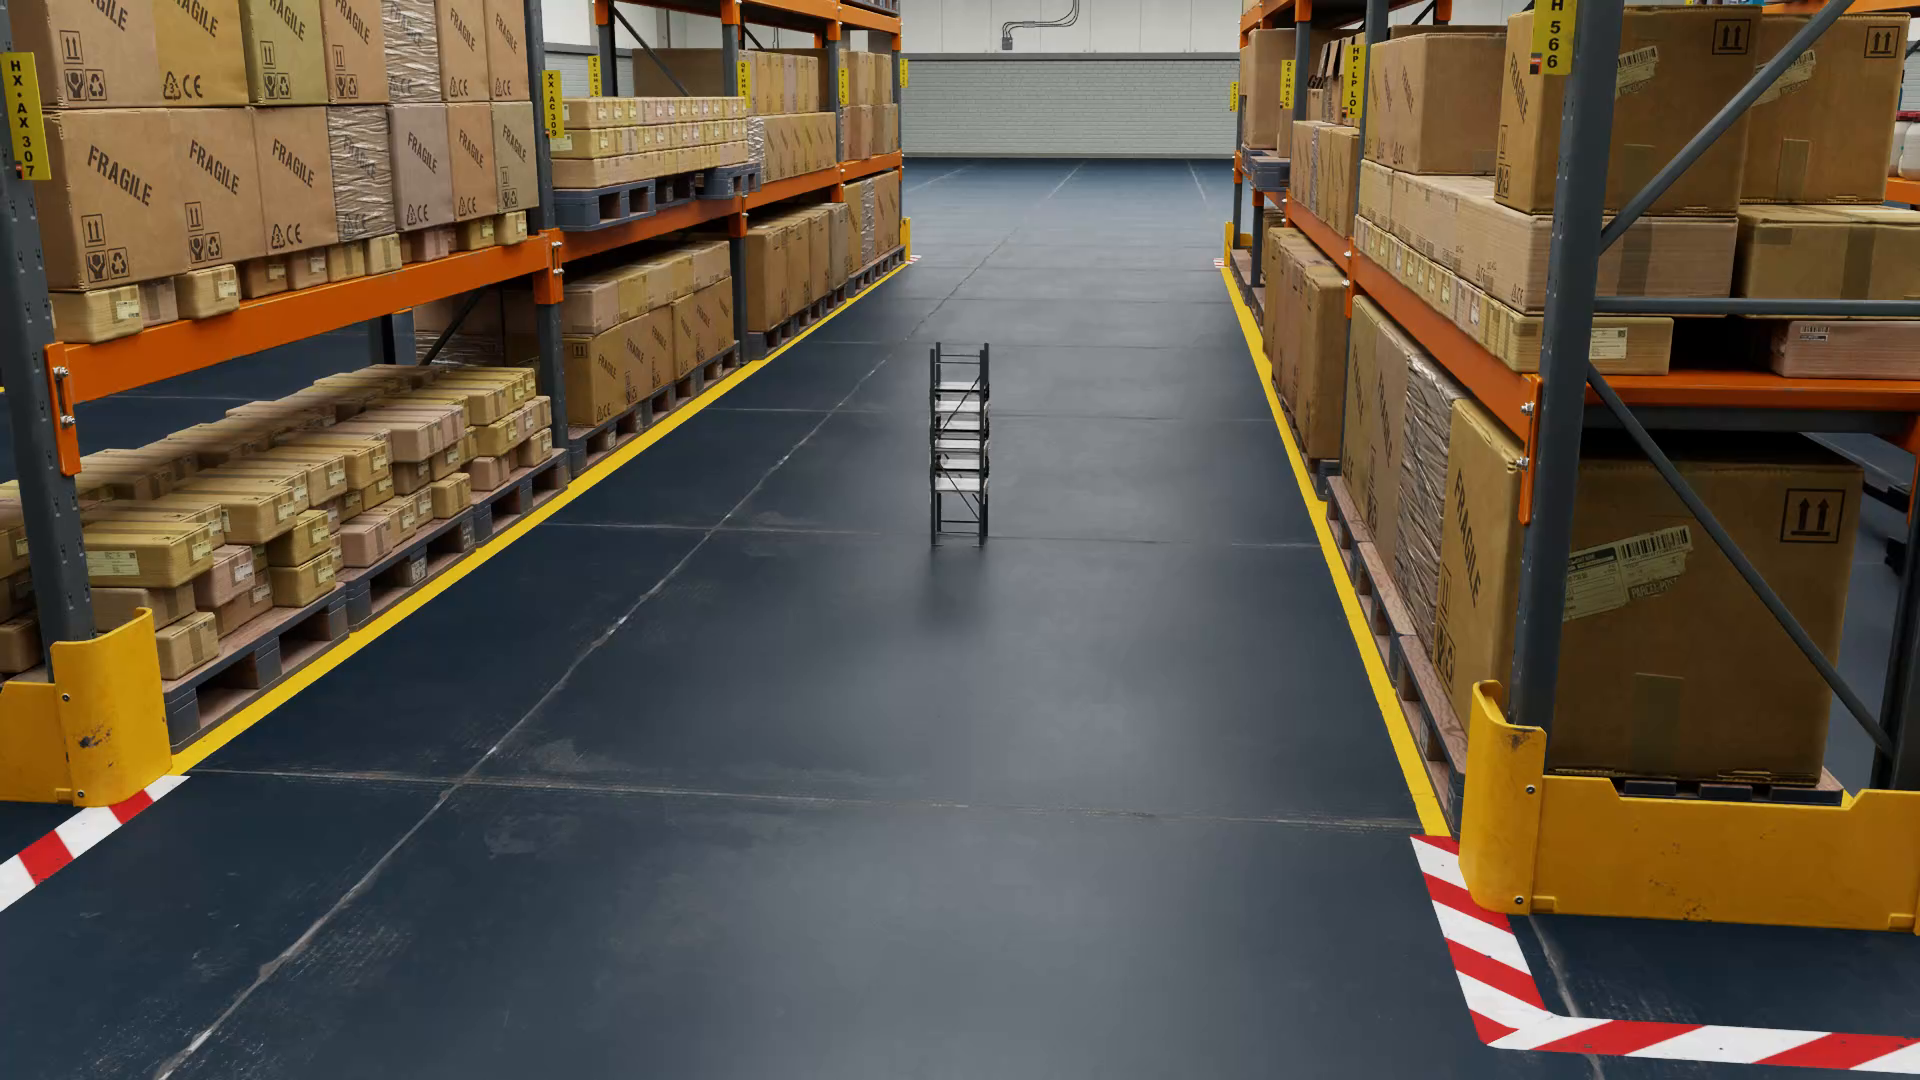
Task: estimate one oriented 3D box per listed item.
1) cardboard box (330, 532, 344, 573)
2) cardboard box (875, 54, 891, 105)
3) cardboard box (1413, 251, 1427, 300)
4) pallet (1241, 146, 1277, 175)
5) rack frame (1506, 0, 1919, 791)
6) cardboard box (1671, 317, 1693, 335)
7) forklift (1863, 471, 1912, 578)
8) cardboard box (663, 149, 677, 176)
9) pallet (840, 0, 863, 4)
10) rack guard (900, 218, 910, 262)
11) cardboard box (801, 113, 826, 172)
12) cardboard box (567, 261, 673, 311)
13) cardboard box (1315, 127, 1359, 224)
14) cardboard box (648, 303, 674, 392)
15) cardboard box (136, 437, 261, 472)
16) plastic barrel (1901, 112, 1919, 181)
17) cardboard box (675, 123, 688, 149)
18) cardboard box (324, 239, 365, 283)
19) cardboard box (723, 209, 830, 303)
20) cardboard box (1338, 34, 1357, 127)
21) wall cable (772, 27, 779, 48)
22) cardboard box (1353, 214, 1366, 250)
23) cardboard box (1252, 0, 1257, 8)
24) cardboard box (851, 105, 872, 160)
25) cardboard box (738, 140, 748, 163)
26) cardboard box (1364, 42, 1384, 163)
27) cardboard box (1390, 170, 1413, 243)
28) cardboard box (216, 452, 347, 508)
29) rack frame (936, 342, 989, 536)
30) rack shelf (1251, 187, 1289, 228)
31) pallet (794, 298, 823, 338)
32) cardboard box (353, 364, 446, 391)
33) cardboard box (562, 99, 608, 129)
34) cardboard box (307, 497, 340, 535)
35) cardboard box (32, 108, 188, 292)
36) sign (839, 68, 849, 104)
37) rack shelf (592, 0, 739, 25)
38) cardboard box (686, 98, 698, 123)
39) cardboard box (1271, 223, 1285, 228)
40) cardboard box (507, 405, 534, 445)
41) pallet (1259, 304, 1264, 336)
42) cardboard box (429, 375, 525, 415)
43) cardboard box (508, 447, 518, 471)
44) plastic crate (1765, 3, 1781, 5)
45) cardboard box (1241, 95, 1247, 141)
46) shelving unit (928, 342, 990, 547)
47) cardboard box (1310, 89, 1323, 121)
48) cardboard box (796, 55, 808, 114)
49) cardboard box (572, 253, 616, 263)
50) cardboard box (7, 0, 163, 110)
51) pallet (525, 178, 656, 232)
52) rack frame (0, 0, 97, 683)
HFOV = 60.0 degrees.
[{"bbox_3d":[-2.590,0.065,6.332,0.380,0.149,0.250,2,15,6],"label":"cardboard box"},{"bbox_3d":[-1.254,-5.218,18.857,0.875,0.550,0.550,2,15,6],"label":"cardboard box"},{"bbox_3d":[1.794,-0.920,5.799,0.380,0.149,0.250,2,15,7],"label":"cardboard box"},{"bbox_3d":[3.032,-3.368,14.740,1.003,0.211,1.213,2,15,6],"label":"pallet"},{"bbox_3d":[1.908,-0.543,3.923,1.000,3.000,0.127,2,15,6],"label":"rack frame"},{"bbox_3d":[2.361,-0.704,5.002,0.380,0.149,0.250,1,15,5],"label":"cardboard box"},{"bbox_3d":[4.501,-1.174,6.389,1.130,2.935,3.031,1,15,5],"label":"forklift"},{"bbox_3d":[-1.914,-2.261,9.955,0.380,0.149,0.250,1,15,5],"label":"cardboard box"},{"bbox_3d":[-1.552,-5.444,16.473,1.003,0.211,1.213,2,15,6],"label":"pallet"},{"bbox_3d":[-1.201,-3.664,20.256,1.175,0.500,0.348,2,15,6],"label":"rack guard"},{"bbox_3d":[-1.505,-3.601,15.042,0.500,0.500,0.500,2,15,6],"label":"cardboard box"},{"bbox_3d":[-2.092,-1.565,10.250,0.500,0.250,0.500,2,15,8],"label":"cardboard box"},{"bbox_3d":[2.256,-2.022,9.200,0.500,0.500,0.500,2,15,6],"label":"cardboard box"},{"bbox_3d":[-2.107,-1.206,10.359,0.500,0.500,0.500,2,15,7],"label":"cardboard box"},{"bbox_3d":[-3.005,-0.310,6.578,0.380,0.149,0.250,1,15,4],"label":"cardboard box"},{"bbox_3d":[7.775,-3.143,13.278,0.433,0.535,0.433,0,15,0],"label":"plastic barrel"},{"bbox_3d":[-1.881,-2.472,10.164,0.380,0.149,0.250,1,15,5],"label":"cardboard box"},{"bbox_3d":[-2.521,-1.074,6.369,0.380,0.149,0.250,2,15,8],"label":"cardboard box"},{"bbox_3d":[-1.748,-2.530,14.779,1.050,0.750,0.750,2,15,6],"label":"cardboard box"},{"bbox_3d":[2.567,-2.618,9.484,0.797,0.503,0.637,2,15,8],"label":"cardboard box"},{"bbox_3d":[-7.008,-14.879,51.395,3.097,2.526,0.112,2,15,6],"label":"wall cable"},{"bbox_3d":[1.996,-1.392,7.545,0.380,0.149,0.250,2,15,6],"label":"cardboard box"},{"bbox_3d":[3.176,-5.424,16.515,0.500,0.250,0.500,2,15,6],"label":"cardboard box"},{"bbox_3d":[-1.407,-4.276,17.441,0.875,0.550,0.550,2,15,6],"label":"cardboard box"},{"bbox_3d":[-1.705,-2.730,11.688,0.380,0.149,0.250,2,15,7],"label":"cardboard box"},{"bbox_3d":[2.052,-1.897,7.211,0.500,0.500,0.500,2,15,6],"label":"cardboard box"},{"bbox_3d":[1.932,-1.274,6.344,0.500,0.250,0.500,2,15,8],"label":"cardboard box"},{"bbox_3d":[-2.558,-0.230,6.282,0.380,0.149,0.250,2,15,8],"label":"cardboard box"},{"bbox_3d":[0.011,-0.459,7.634,0.240,0.900,0.006,2,15,6],"label":"rack frame"},{"bbox_3d":[3.037,-2.789,13.608,1.077,0.370,4.000,2,15,6],"label":"rack shelf"},{"bbox_3d":[-1.802,-1.962,14.512,1.003,0.211,1.213,2,15,6],"label":"pallet"},{"bbox_3d":[-2.802,-0.783,8.328,0.380,0.149,0.250,2,15,9],"label":"cardboard box"},{"bbox_3d":[-2.056,-2.210,8.625,0.380,0.149,0.250,2,15,9],"label":"cardboard box"},{"bbox_3d":[-2.595,-0.084,6.313,0.380,0.149,0.250,1,15,4],"label":"cardboard box"},{"bbox_3d":[-2.683,-1.015,4.908,0.500,0.500,0.500,2,15,9],"label":"cardboard box"},{"bbox_3d":[-1.114,-4.335,15.879,0.100,0.325,0.005,2,15,6],"label":"sign"},{"bbox_3d":[-2.332,-3.372,10.017,1.077,0.370,4.000,2,15,6],"label":"rack shelf"},{"bbox_3d":[-1.854,-2.683,10.373,0.380,0.149,0.250,2,15,9],"label":"cardboard box"},{"bbox_3d":[3.404,-2.902,16.634,0.500,0.500,0.500,7,17,24],"label":"cardboard box"},{"bbox_3d":[-2.295,-0.561,8.077,0.380,0.149,0.250,1,15,4],"label":"cardboard box"},{"bbox_3d":[3.041,-1.790,13.876,1.003,0.211,1.213,2,15,6],"label":"pallet"},{"bbox_3d":[-2.328,-0.699,8.017,0.380,0.149,0.250,2,15,7],"label":"cardboard box"},{"bbox_3d":[-2.375,-0.402,8.060,0.380,0.149,0.250,2,15,8],"label":"cardboard box"},{"bbox_3d":[7.963,-5.258,16.120,0.243,0.136,0.396,2,15,6],"label":"plastic crate"},{"bbox_3d":[3.624,-4.742,18.693,0.875,0.500,0.500,2,15,6],"label":"cardboard box"},{"bbox_3d":[-0.001,-0.432,7.537,0.258,0.900,0.210,2,15,6],"label":"shelving unit"},{"bbox_3d":[2.832,-3.010,12.050,0.500,0.500,0.500,0,15,-1],"label":"cardboard box"},{"bbox_3d":[-1.761,-4.096,14.956,0.700,0.500,0.500,1,15,5],"label":"cardboard box"},{"bbox_3d":[-2.550,-1.717,10.812,0.500,0.250,0.500,2,15,7],"label":"cardboard box"},{"bbox_3d":[-2.694,-1.498,4.779,0.500,0.500,0.500,2,15,6],"label":"cardboard box"},{"bbox_3d":[-2.326,-1.854,9.139,1.003,0.211,1.213,2,15,6],"label":"pallet"},{"bbox_3d":[-3.009,-0.715,4.560,1.000,3.000,0.127,2,15,6],"label":"rack frame"}]
